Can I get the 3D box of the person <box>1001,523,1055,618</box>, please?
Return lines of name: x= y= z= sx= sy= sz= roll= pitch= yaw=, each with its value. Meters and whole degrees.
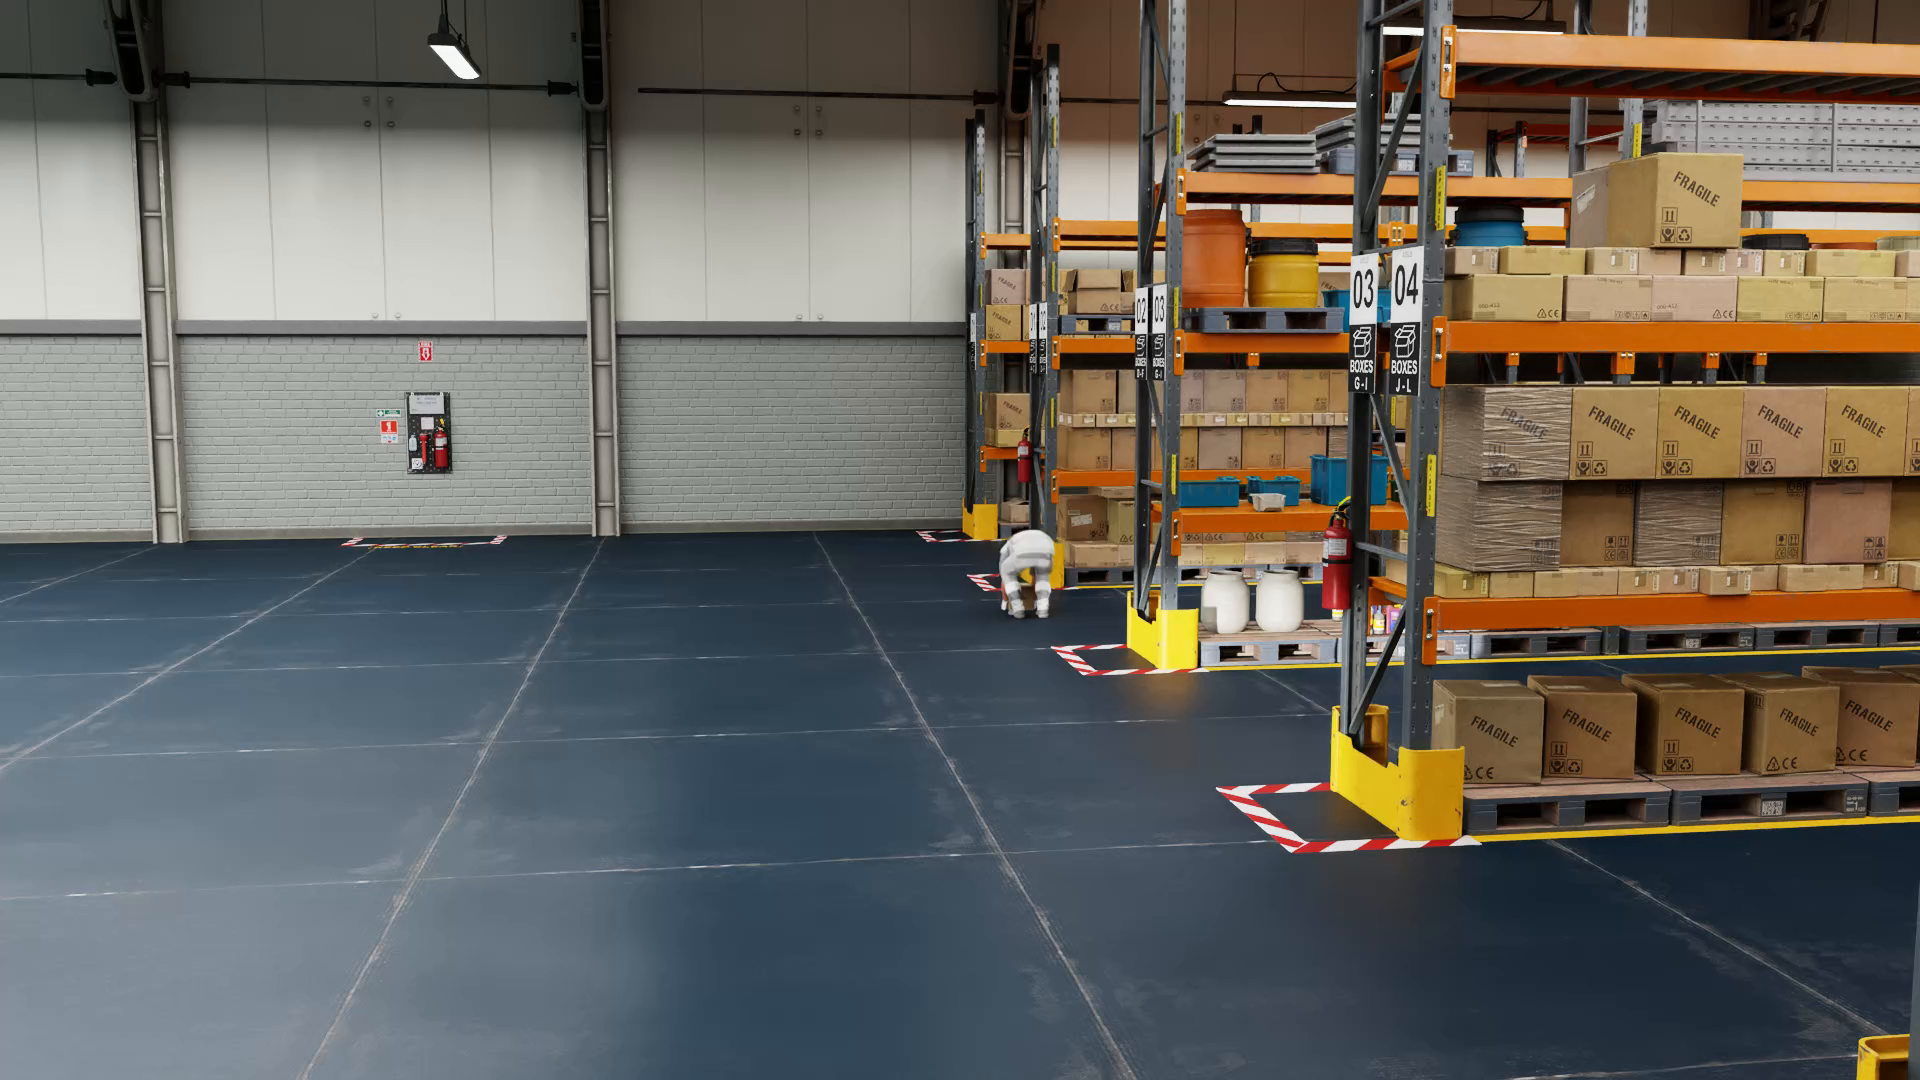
person: x=0.667 y=0.281 z=16.876 sx=0.536 sy=0.942 sz=0.949 roll=-1 pitch=7 yaw=-11
